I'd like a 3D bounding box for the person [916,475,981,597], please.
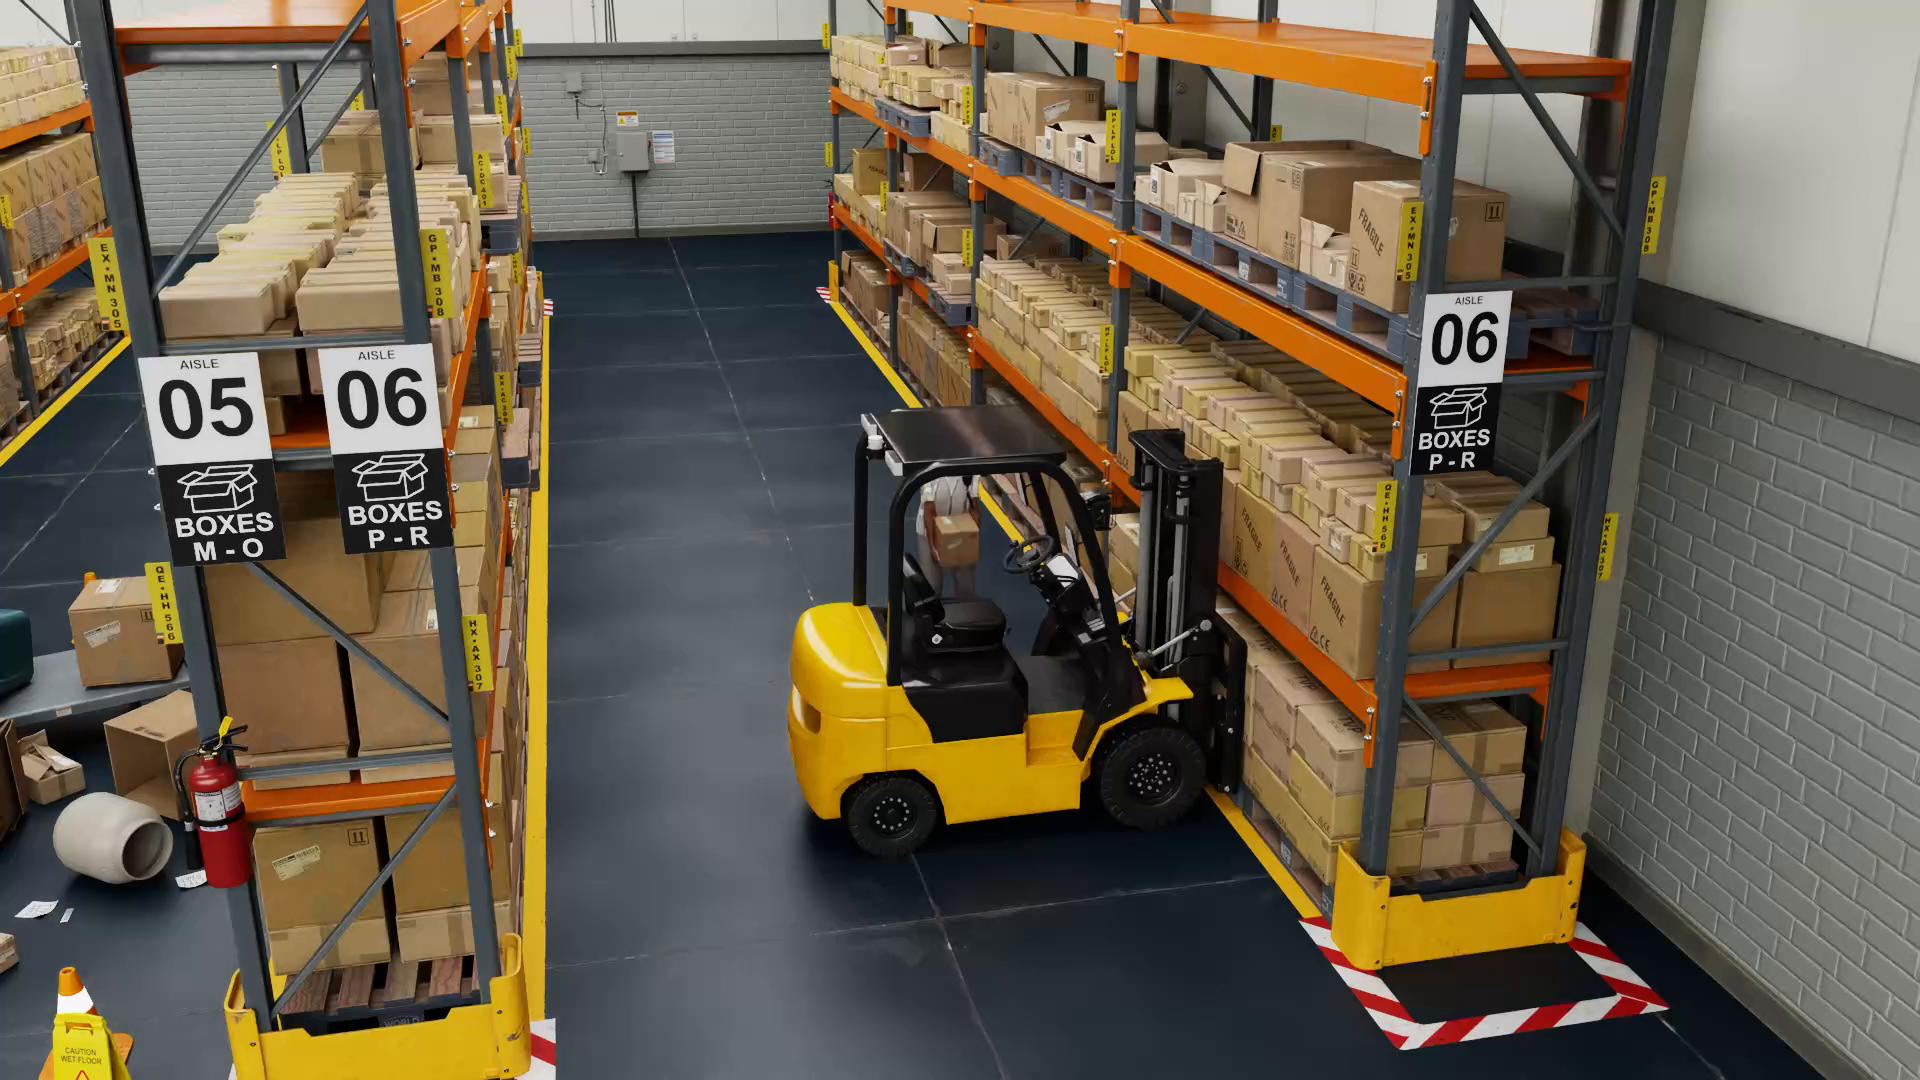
[{"bbox_3d":[-0.066,0.004,11.071,0.416,1.665,0.539,-5,20,-13],"label":"person"}]
